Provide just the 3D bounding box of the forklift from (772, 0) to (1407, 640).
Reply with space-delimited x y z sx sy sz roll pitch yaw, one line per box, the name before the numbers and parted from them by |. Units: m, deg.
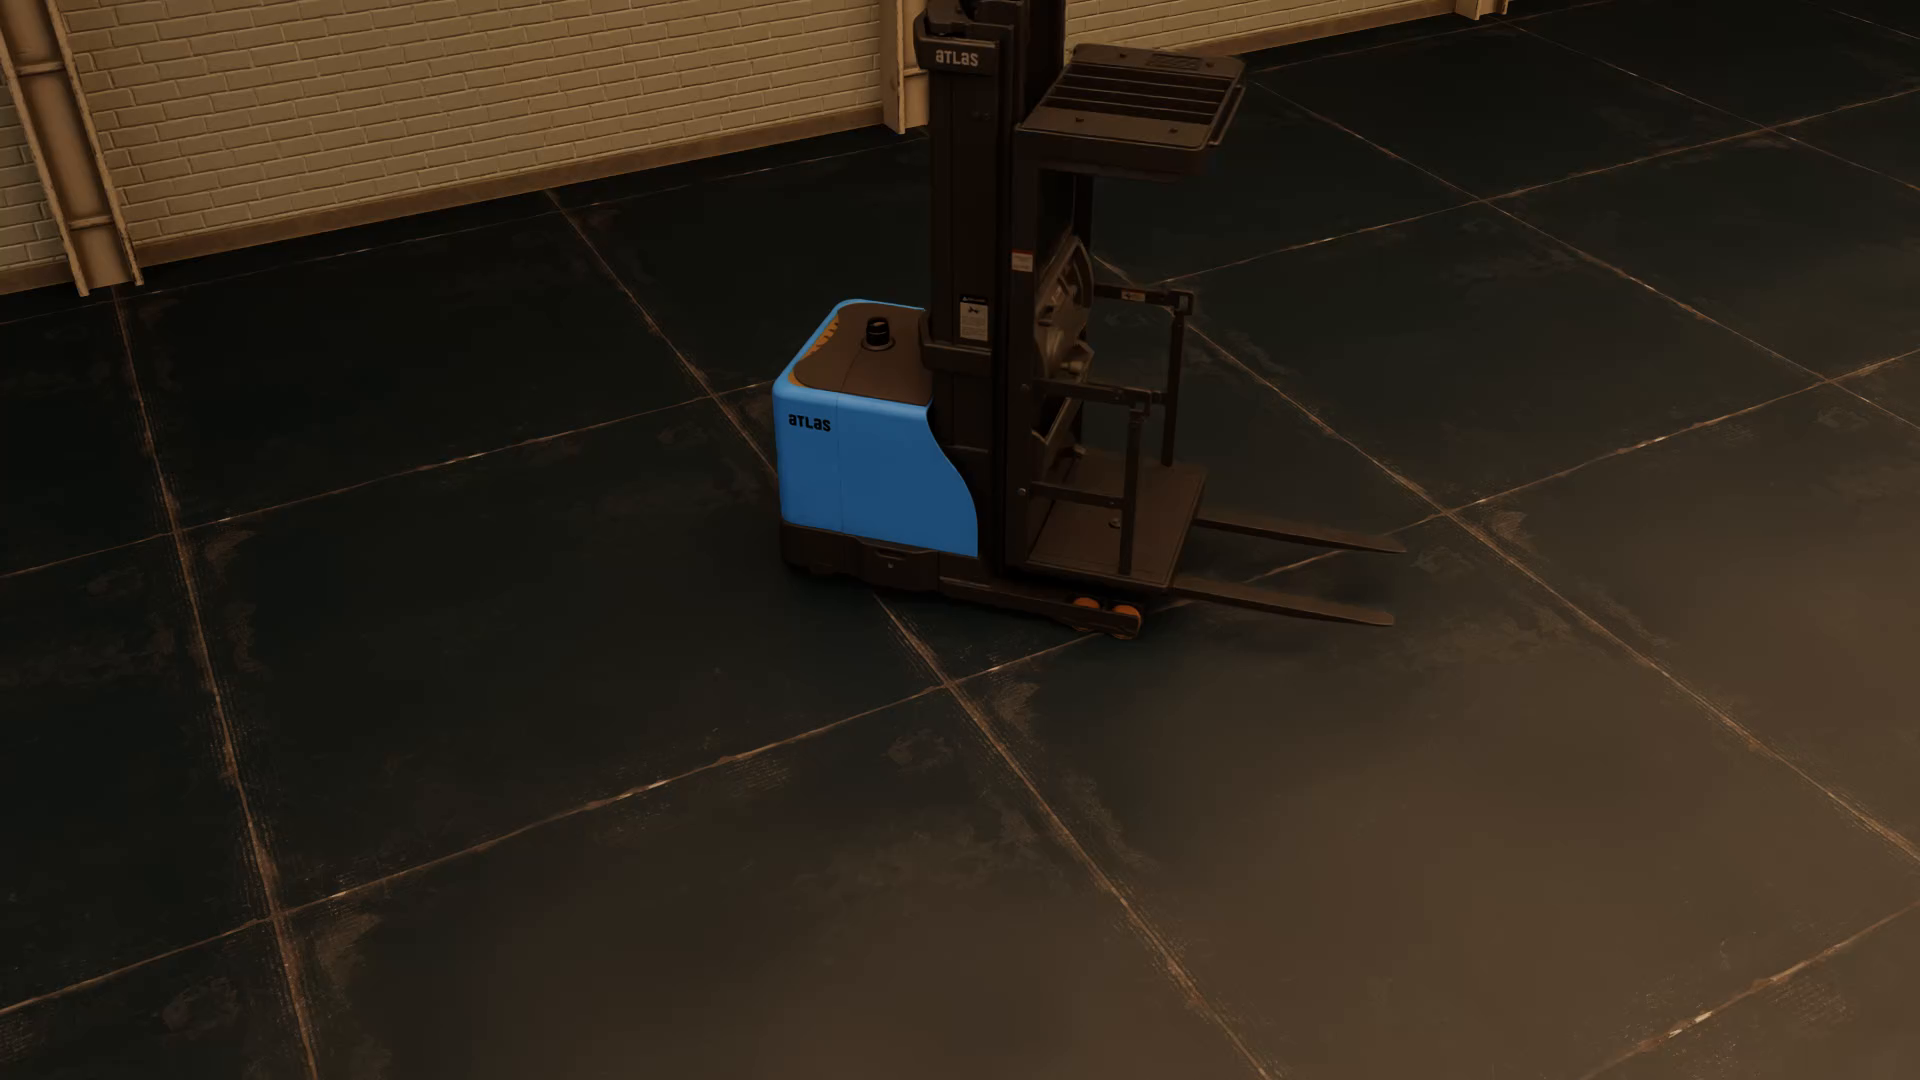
forklift | 0.668 -1.063 7.627 3.031 2.935 1.130 10 37 14
